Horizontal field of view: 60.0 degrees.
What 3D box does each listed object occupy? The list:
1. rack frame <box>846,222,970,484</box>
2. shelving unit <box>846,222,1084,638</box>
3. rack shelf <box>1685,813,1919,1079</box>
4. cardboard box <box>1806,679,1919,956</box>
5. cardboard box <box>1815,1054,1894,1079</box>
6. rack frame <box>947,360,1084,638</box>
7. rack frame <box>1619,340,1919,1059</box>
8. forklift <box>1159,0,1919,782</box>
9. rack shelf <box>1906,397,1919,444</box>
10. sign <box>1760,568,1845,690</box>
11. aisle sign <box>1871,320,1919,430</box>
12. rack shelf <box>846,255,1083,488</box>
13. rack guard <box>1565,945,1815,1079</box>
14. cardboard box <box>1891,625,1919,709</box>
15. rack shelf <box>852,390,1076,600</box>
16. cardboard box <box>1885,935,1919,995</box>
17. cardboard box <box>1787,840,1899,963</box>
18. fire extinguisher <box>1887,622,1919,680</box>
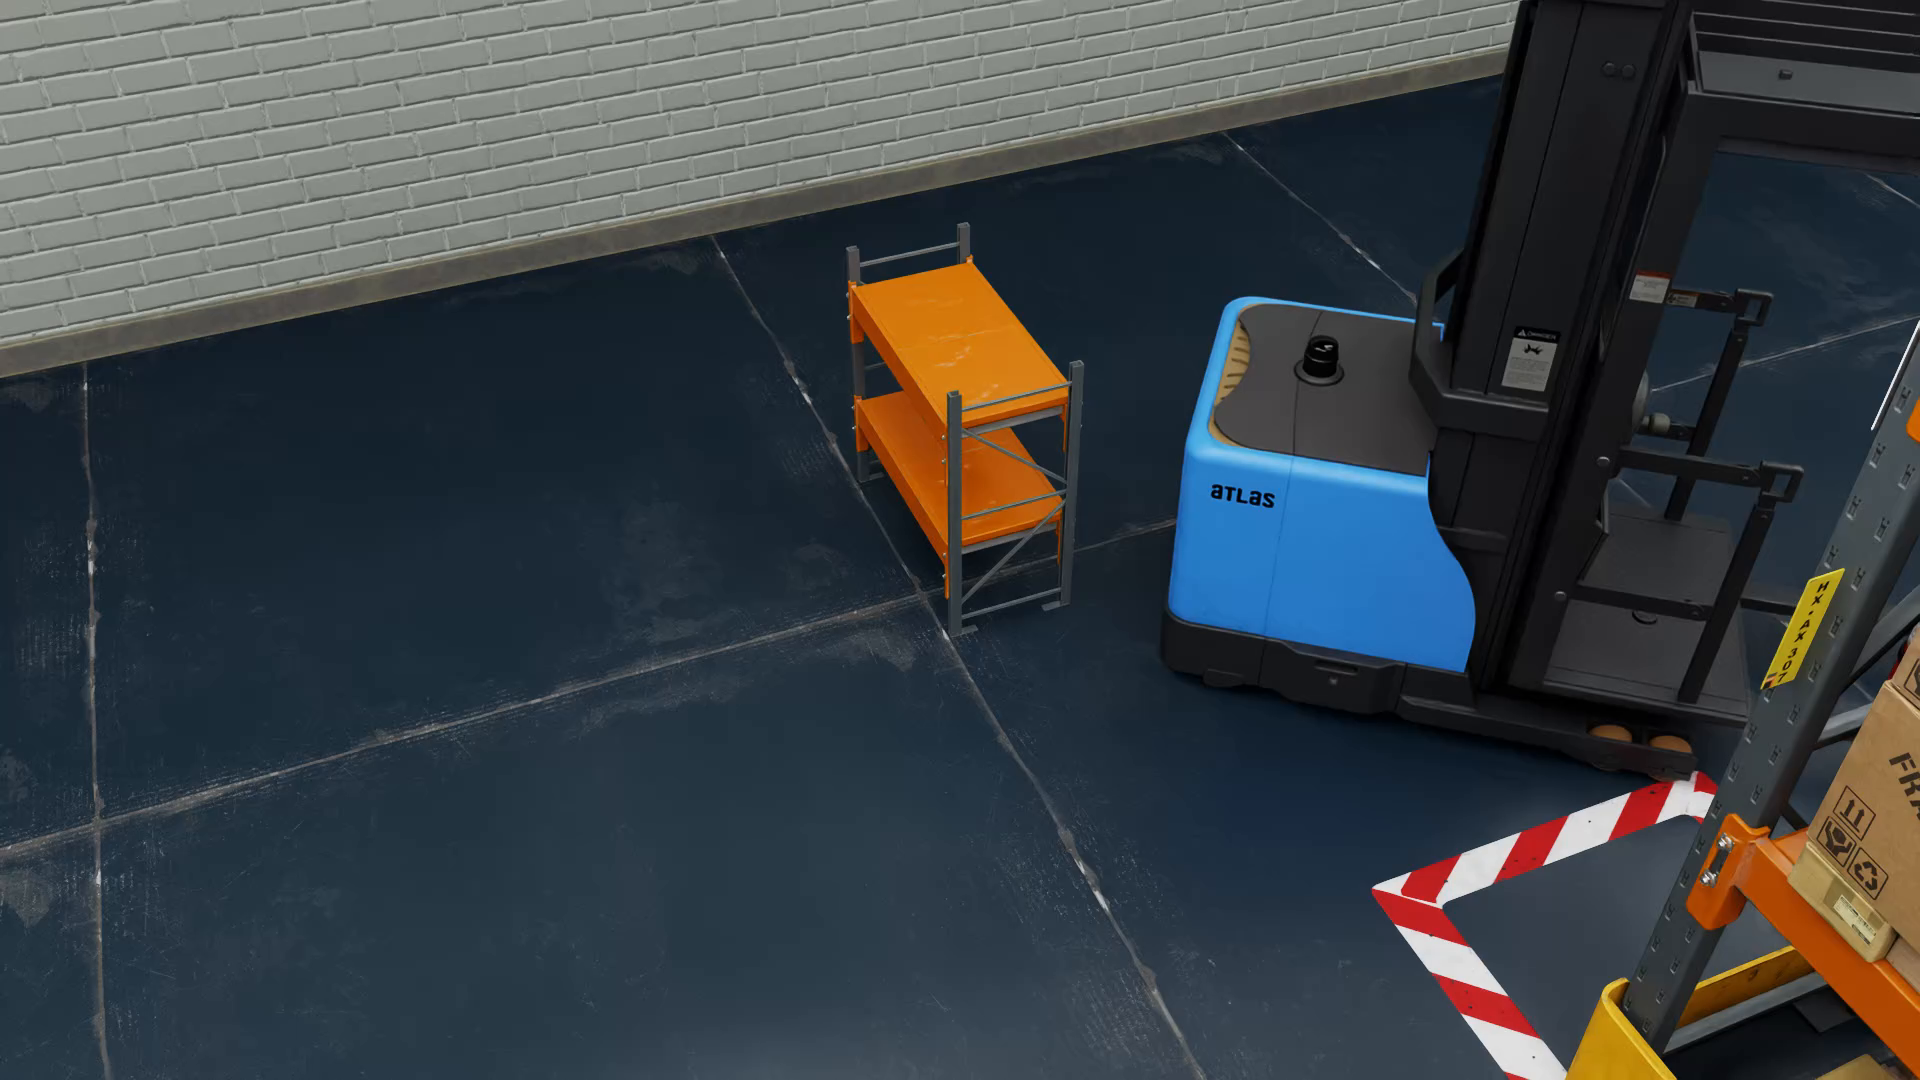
[{"bbox_3d":[-0.197,-0.737,6.744,0.500,1.125,0.032,-15,43,-17],"label":"rack frame"},{"bbox_3d":[-0.003,-0.431,6.388,0.538,1.125,1.048,-15,43,-17],"label":"shelving unit"},{"bbox_3d":[3.070,1.864,2.833,1.077,0.370,4.000,-15,43,-17],"label":"rack shelf"},{"bbox_3d":[2.222,0.575,3.475,0.500,0.500,0.500,-13,42,-15],"label":"cardboard box"},{"bbox_3d":[2.192,1.483,4.133,0.380,0.149,0.250,-17,44,-19],"label":"cardboard box"},{"bbox_3d":[0.192,-0.124,6.032,0.500,1.125,0.032,-15,43,-17],"label":"rack frame"},{"bbox_3d":[2.305,0.387,4.000,1.000,3.000,0.127,-15,43,-17],"label":"rack frame"},{"bbox_3d":[2.312,-0.658,5.268,3.031,2.935,1.130,10,42,12],"label":"forklift"},{"bbox_3d":[3.070,0.727,1.855,1.077,0.370,4.000,-15,43,-17],"label":"rack shelf"},{"bbox_3d":[1.804,0.194,3.560,0.100,0.325,0.005,-15,43,-17],"label":"sign"},{"bbox_3d":[2.000,-0.568,3.116,0.394,0.787,0.004,-15,43,-17],"label":"aisle sign"},{"bbox_3d":[-0.003,-0.652,6.197,0.538,0.278,1.000,-15,43,-17],"label":"rack shelf"},{"bbox_3d":[2.334,1.380,4.761,1.175,0.500,0.348,-15,43,-17],"label":"rack guard"},{"bbox_3d":[2.232,0.194,3.153,0.500,0.500,0.500,-15,43,-17],"label":"cardboard box"},{"bbox_3d":[-0.003,-0.245,6.547,0.538,0.278,1.000,-15,43,-17],"label":"rack shelf"},{"bbox_3d":[2.262,0.902,3.593,0.380,0.149,0.250,-14,43,-15],"label":"cardboard box"},{"bbox_3d":[2.126,0.759,3.760,0.380,0.149,0.250,-15,43,-17],"label":"cardboard box"},{"bbox_3d":[2.635,0.291,4.457,0.296,0.674,0.183,-15,43,-17],"label":"fire extinguisher"}]
